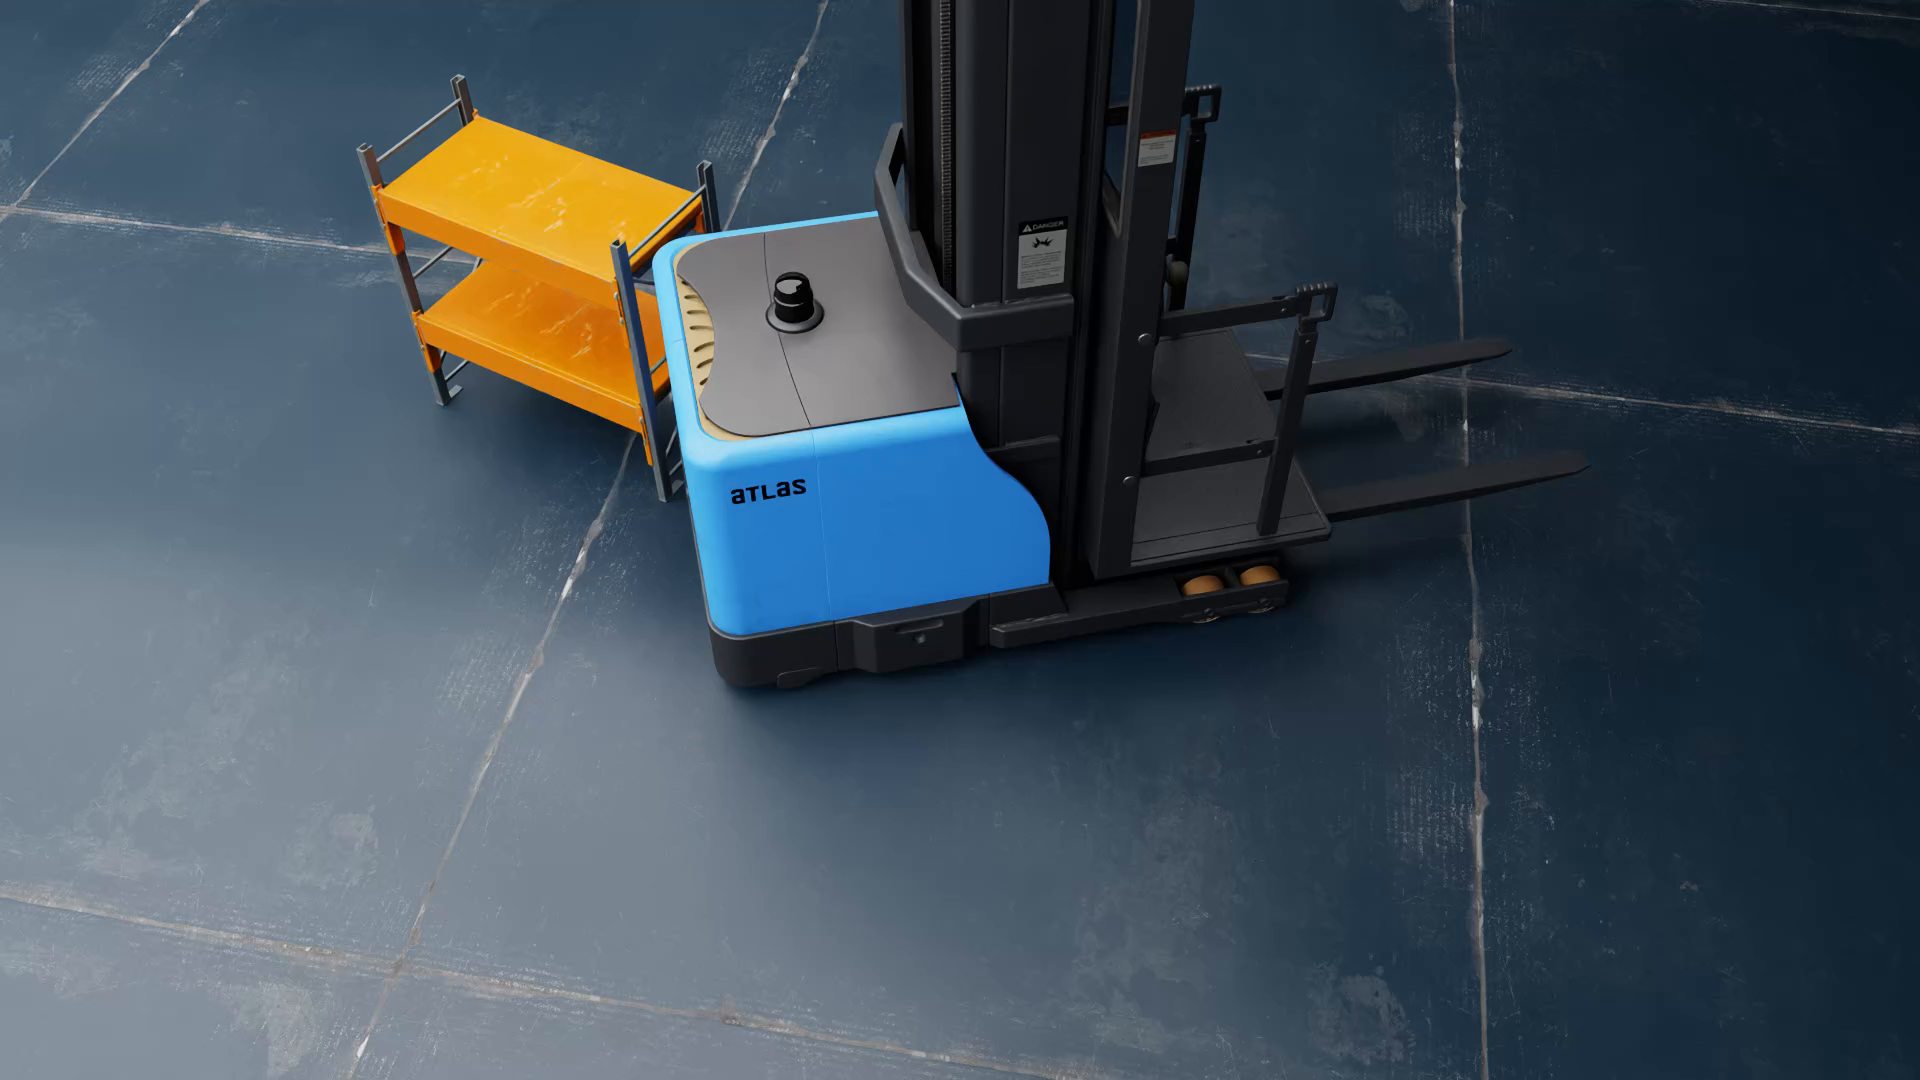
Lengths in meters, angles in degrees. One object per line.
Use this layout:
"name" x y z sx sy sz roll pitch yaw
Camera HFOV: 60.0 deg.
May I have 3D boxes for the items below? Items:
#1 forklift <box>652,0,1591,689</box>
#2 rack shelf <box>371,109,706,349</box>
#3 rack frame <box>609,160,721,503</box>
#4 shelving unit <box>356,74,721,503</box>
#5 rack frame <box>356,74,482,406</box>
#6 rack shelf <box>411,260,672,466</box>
"forklift" 0.608 -1.081 4.751 3.031 2.935 1.130 -10 49 -8
"rack shelf" -1.373 -1.054 5.547 1.000 0.278 0.538 23 52 19
"rack frame" -0.929 -0.674 5.600 0.032 1.125 0.500 23 52 19
"shelving unit" -1.373 -0.858 5.765 1.048 1.125 0.538 23 52 19
"rack frame" -1.817 -1.042 5.930 0.032 1.125 0.500 23 52 19
"rack shelf" -1.373 -0.695 5.947 1.000 0.278 0.538 23 52 19
